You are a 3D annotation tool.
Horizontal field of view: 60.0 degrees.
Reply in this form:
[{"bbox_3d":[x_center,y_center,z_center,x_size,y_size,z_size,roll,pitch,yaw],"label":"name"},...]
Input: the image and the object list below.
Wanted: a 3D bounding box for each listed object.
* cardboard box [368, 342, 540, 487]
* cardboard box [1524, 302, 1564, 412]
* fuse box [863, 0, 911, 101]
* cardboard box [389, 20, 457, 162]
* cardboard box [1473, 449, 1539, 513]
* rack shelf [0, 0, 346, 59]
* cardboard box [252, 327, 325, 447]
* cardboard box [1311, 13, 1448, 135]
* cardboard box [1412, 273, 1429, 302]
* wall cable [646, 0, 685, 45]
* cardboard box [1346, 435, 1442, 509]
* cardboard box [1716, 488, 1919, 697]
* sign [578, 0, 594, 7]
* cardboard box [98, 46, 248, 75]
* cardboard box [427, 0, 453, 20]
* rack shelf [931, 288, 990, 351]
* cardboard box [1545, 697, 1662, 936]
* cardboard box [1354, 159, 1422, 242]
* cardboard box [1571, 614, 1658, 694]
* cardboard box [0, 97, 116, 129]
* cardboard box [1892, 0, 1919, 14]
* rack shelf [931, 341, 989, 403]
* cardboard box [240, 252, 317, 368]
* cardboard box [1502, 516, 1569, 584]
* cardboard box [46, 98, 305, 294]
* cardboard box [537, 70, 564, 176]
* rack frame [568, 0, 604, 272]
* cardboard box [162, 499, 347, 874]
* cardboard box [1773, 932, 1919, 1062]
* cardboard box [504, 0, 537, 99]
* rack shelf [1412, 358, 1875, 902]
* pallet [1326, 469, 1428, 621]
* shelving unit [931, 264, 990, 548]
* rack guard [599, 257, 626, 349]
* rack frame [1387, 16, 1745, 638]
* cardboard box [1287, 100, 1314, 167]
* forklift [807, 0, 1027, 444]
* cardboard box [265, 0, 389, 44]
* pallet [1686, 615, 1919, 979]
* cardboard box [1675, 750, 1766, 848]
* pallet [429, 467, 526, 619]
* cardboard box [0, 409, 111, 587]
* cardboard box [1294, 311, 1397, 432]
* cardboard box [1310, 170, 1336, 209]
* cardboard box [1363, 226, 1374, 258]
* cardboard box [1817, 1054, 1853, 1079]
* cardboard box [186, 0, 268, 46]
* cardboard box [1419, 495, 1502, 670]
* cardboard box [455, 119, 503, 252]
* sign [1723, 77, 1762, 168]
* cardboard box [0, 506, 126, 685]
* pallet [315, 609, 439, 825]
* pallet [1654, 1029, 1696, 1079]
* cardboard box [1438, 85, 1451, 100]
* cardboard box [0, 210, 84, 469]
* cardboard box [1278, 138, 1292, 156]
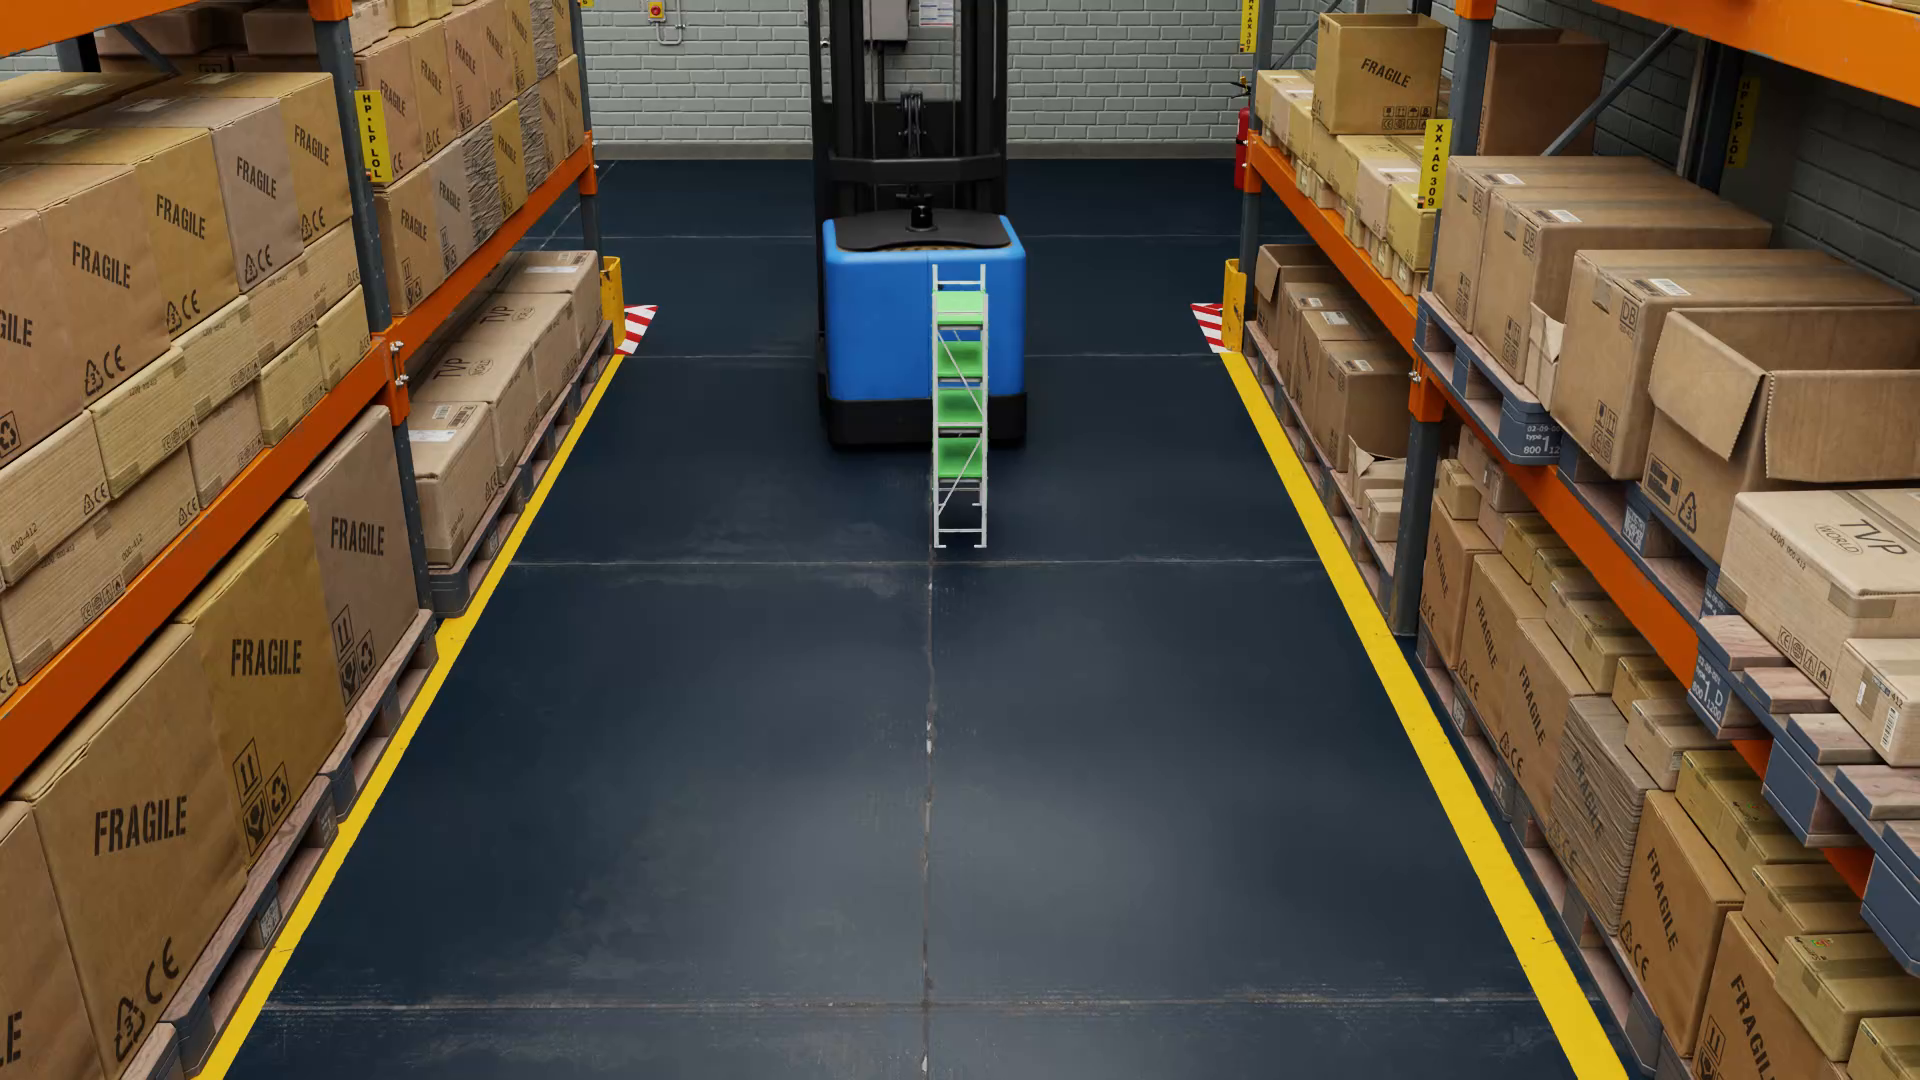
[{"bbox_3d":[-2.585,-0.618,8.077,0.875,0.438,0.875,-1,24,-2],"label":"cardboard box"},{"bbox_3d":[1.920,-0.546,4.971,0.396,0.266,0.258,1,24,2],"label":"cardboard box"},{"bbox_3d":[-0.701,-4.300,15.181,0.539,1.711,0.414,0,24,-1],"label":"fuse box"},{"bbox_3d":[-2.437,-1.873,6.916,0.500,0.500,0.500,-1,24,-1],"label":"cardboard box"},{"bbox_3d":[2.077,-0.218,5.967,0.380,0.149,0.250,-1,24,-3],"label":"cardboard box"},{"bbox_3d":[-2.653,-1.181,3.954,1.077,0.370,4.000,0,24,-1],"label":"rack shelf"},{"bbox_3d":[-2.413,-0.504,5.407,0.500,0.250,0.500,-1,24,-1],"label":"cardboard box"},{"bbox_3d":[1.997,-2.241,7.976,0.500,0.500,0.500,0,24,1],"label":"cardboard box"},{"bbox_3d":[2.033,-1.006,6.639,0.380,0.149,0.250,0,24,0],"label":"cardboard box"},{"bbox_3d":[-2.803,-5.415,14.812,0.585,1.953,0.123,0,24,-1],"label":"wall cable"},{"bbox_3d":[1.985,-0.311,7.606,0.396,0.266,0.258,1,24,1],"label":"cardboard box"},{"bbox_3d":[1.997,0.102,3.557,0.500,0.250,0.500,-1,24,-3],"label":"cardboard box"},{"bbox_3d":[-2.175,-3.247,9.596,0.100,0.325,0.005,0,24,-1],"label":"sign"},{"bbox_3d":[-2.956,-1.661,6.447,0.500,0.500,0.500,0,24,-1],"label":"cardboard box"},{"bbox_3d":[-2.398,-2.317,7.112,0.380,0.149,0.250,-1,24,-2],"label":"cardboard box"},{"bbox_3d":[-0.002,-0.994,7.482,0.258,0.148,0.480,0,24,-1],"label":"rack shelf"},{"bbox_3d":[2.085,0.797,4.872,0.500,0.500,0.500,-1,24,-2],"label":"cardboard box"},{"bbox_3d":[2.019,-1.472,7.187,0.500,0.250,0.500,0,24,0],"label":"cardboard box"},{"bbox_3d":[2.104,0.349,5.076,0.380,0.149,0.250,1,24,1],"label":"cardboard box"},{"bbox_3d":[-2.924,-1.075,5.153,0.500,0.500,0.500,0,24,-1],"label":"cardboard box"},{"bbox_3d":[2.078,-1.058,2.991,0.500,0.250,0.500,0,24,0],"label":"cardboard box"},{"bbox_3d":[-0.002,-0.775,7.581,0.258,0.148,0.480,0,24,-1],"label":"rack shelf"},{"bbox_3d":[-2.414,-0.739,5.320,0.500,0.250,0.500,0,24,1],"label":"cardboard box"},{"bbox_3d":[2.121,0.030,5.779,0.380,0.149,0.250,-1,24,-3],"label":"cardboard box"},{"bbox_3d":[-2.406,-1.071,5.144,0.500,0.500,0.500,0,24,0],"label":"cardboard box"},{"bbox_3d":[-2.458,-2.256,8.976,0.500,0.500,0.500,-1,24,-2],"label":"cardboard box"},{"bbox_3d":[-2.718,-2.615,9.891,1.000,3.000,0.127,0,24,-1],"label":"rack frame"},{"bbox_3d":[-2.570,0.438,5.211,0.875,0.875,0.875,0,24,1],"label":"cardboard box"},{"bbox_3d":[2.040,0.995,3.646,0.380,0.149,0.250,-1,24,-3],"label":"cardboard box"},{"bbox_3d":[-2.438,-2.499,8.301,0.500,0.500,0.500,0,24,-1],"label":"cardboard box"},{"bbox_3d":[2.311,0.162,4.625,1.077,0.370,4.000,0,24,-1],"label":"rack shelf"},{"bbox_3d":[2.282,-0.002,7.500,1.003,0.211,1.213,0,24,-1],"label":"pallet"},{"bbox_3d":[-0.002,-0.615,7.654,0.258,1.200,0.503,0,24,-1],"label":"shelving unit"},{"bbox_3d":[-2.718,-1.485,10.428,1.175,0.500,0.348,0,24,-1],"label":"rack guard"},{"bbox_3d":[2.289,-0.990,6.299,1.000,3.000,0.127,0,24,-1],"label":"rack frame"},{"bbox_3d":[1.995,-2.101,8.576,0.500,0.250,0.500,-1,24,-2],"label":"cardboard box"},{"bbox_3d":[-0.308,-2.406,9.513,1.130,2.935,3.031,-2,24,-5],"label":"forklift"},{"bbox_3d":[-2.437,-2.000,6.410,0.380,0.149,0.250,0,24,0],"label":"cardboard box"},{"bbox_3d":[2.255,0.467,3.311,1.213,0.211,1.003,0,24,-1],"label":"pallet"},{"bbox_3d":[2.120,0.675,4.354,0.380,0.149,0.250,-1,24,-1],"label":"cardboard box"},{"bbox_3d":[-2.605,-0.009,7.515,1.003,0.211,1.213,0,24,-1],"label":"pallet"},{"bbox_3d":[-2.387,-0.106,3.919,0.500,0.250,0.500,0,24,-1],"label":"cardboard box"},{"bbox_3d":[2.033,-0.868,8.552,0.500,0.500,0.500,0,24,0],"label":"cardboard box"},{"bbox_3d":[1.962,-1.748,8.279,0.380,0.149,0.250,0,24,1],"label":"cardboard box"},{"bbox_3d":[2.005,-1.328,7.352,0.380,0.149,0.250,0,24,1],"label":"cardboard box"},{"bbox_3d":[2.113,1.432,3.467,0.500,0.500,0.500,0,24,1],"label":"cardboard box"},{"bbox_3d":[-2.891,-1.998,6.405,0.380,0.149,0.250,0,24,1],"label":"cardboard box"},{"bbox_3d":[2.069,0.158,6.285,0.500,0.500,0.500,1,24,2],"label":"cardboard box"},{"bbox_3d":[-2.418,-1.619,7.568,0.500,0.500,0.500,0,24,0],"label":"cardboard box"},{"bbox_3d":[2.844,-1.522,6.069,0.100,0.325,0.005,0,24,-1],"label":"sign"},{"bbox_3d":[-2.408,0.120,4.027,0.500,0.250,0.500,1,24,1],"label":"cardboard box"},{"bbox_3d":[-2.591,0.622,6.119,1.003,0.211,1.213,0,24,-1],"label":"pallet"},{"bbox_3d":[2.362,1.621,3.910,1.003,0.211,1.213,0,24,-1],"label":"pallet"},{"bbox_3d":[2.520,-2.305,9.027,0.500,0.250,0.500,0,24,0],"label":"cardboard box"},{"bbox_3d":[-2.397,-0.441,3.751,0.500,0.500,0.500,0,24,1],"label":"cardboard box"},{"bbox_3d":[2.023,-2.283,9.462,0.380,0.149,0.250,0,24,1],"label":"cardboard box"}]
